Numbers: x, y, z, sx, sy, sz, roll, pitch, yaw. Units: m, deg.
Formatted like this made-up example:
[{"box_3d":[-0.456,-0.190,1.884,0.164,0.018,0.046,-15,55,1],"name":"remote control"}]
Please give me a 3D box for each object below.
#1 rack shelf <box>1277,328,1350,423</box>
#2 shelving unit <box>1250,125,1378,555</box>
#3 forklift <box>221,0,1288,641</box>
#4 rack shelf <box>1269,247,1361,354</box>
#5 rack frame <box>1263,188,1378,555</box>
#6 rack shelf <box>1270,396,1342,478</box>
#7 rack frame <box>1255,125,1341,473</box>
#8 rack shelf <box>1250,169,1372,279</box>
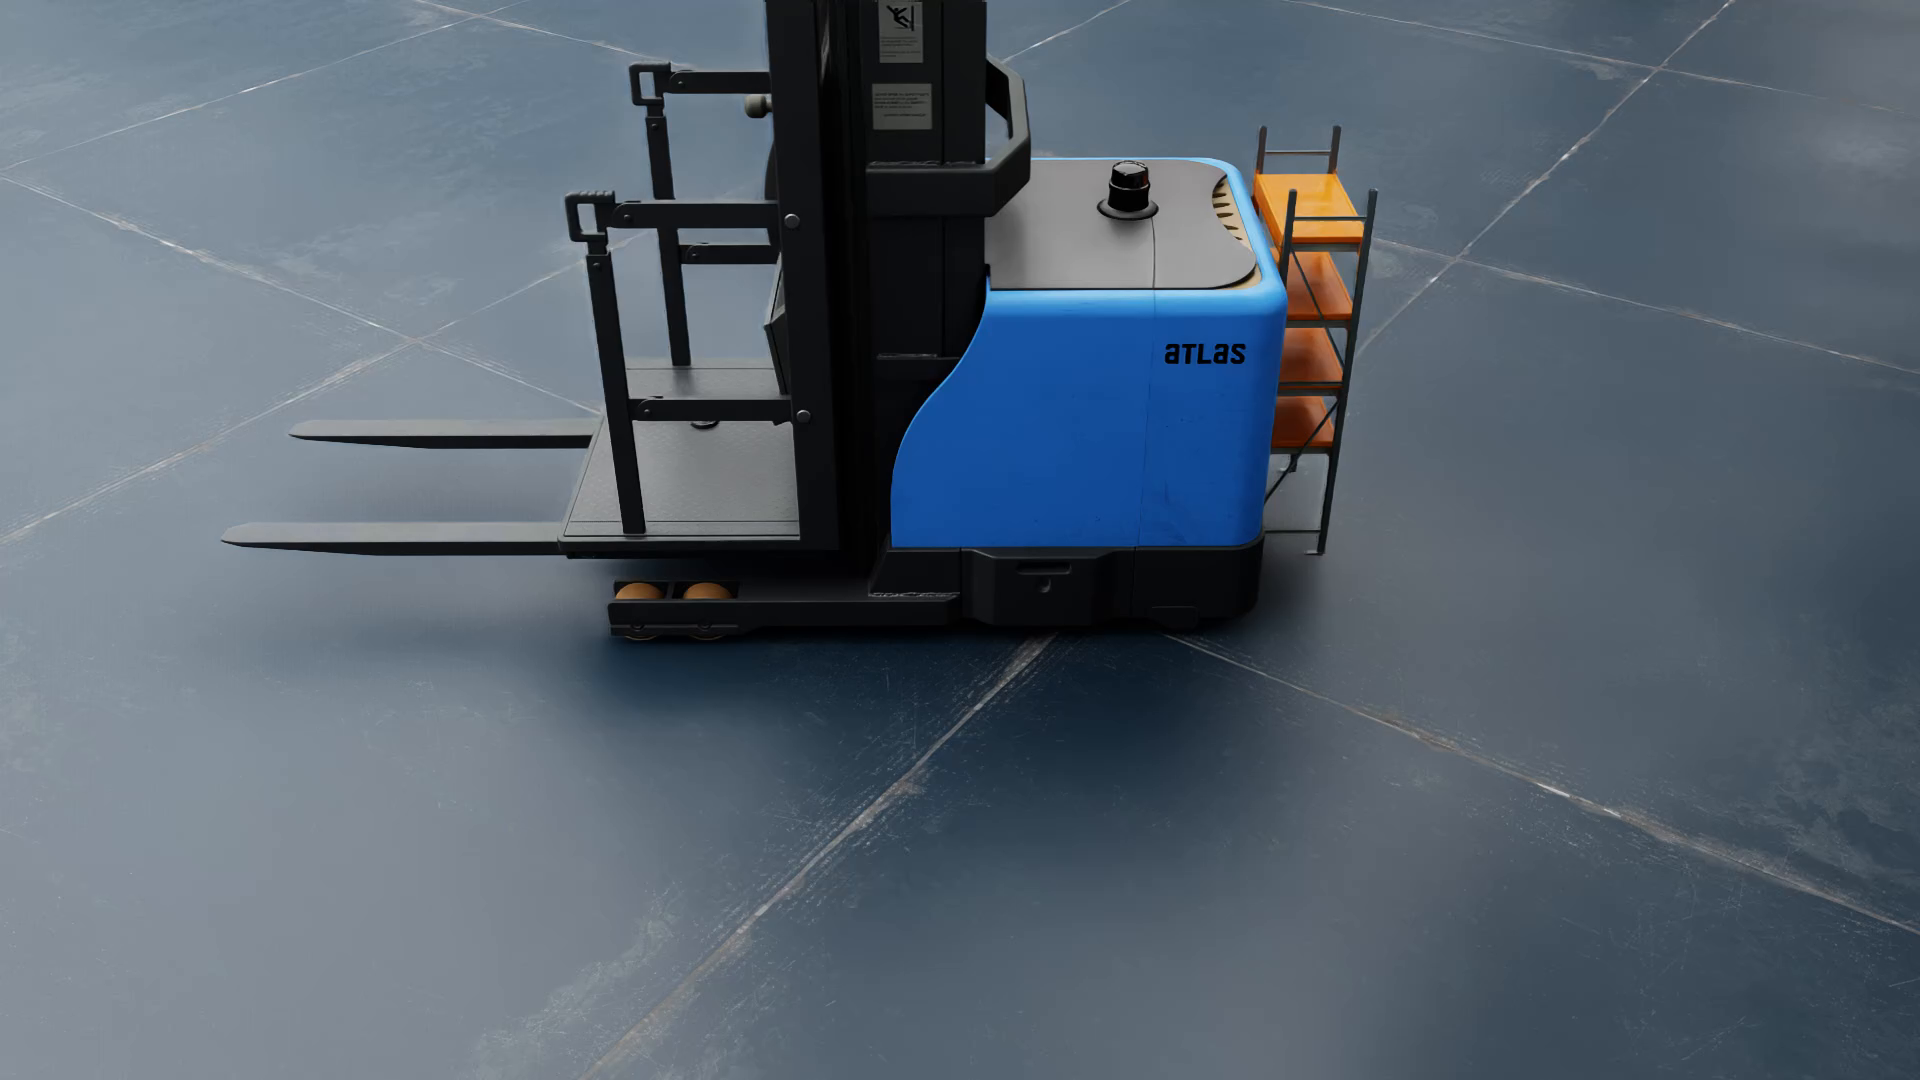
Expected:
[{"box_3d":[1.011,-0.535,5.090,0.258,0.148,0.480,0,34,-1],"name":"rack shelf"},{"box_3d":[1.011,-0.591,5.052,0.258,1.200,0.503,0,34,-1],"name":"shelving unit"},{"box_3d":[-0.647,-1.220,4.438,3.031,2.935,1.130,0,34,0],"name":"forklift"},{"box_3d":[1.011,-0.720,4.965,0.258,0.148,0.480,0,34,-1],"name":"rack shelf"},{"box_3d":[1.014,-0.454,4.850,0.240,1.200,0.015,0,34,-1],"name":"rack frame"},{"box_3d":[1.011,-0.370,5.201,0.258,0.148,0.480,0,34,-1],"name":"rack shelf"},{"box_3d":[1.007,-0.727,5.254,0.240,1.200,0.015,0,34,-1],"name":"rack frame"},{"box_3d":[1.011,-0.916,4.832,0.258,0.148,0.480,0,34,-1],"name":"rack shelf"}]
